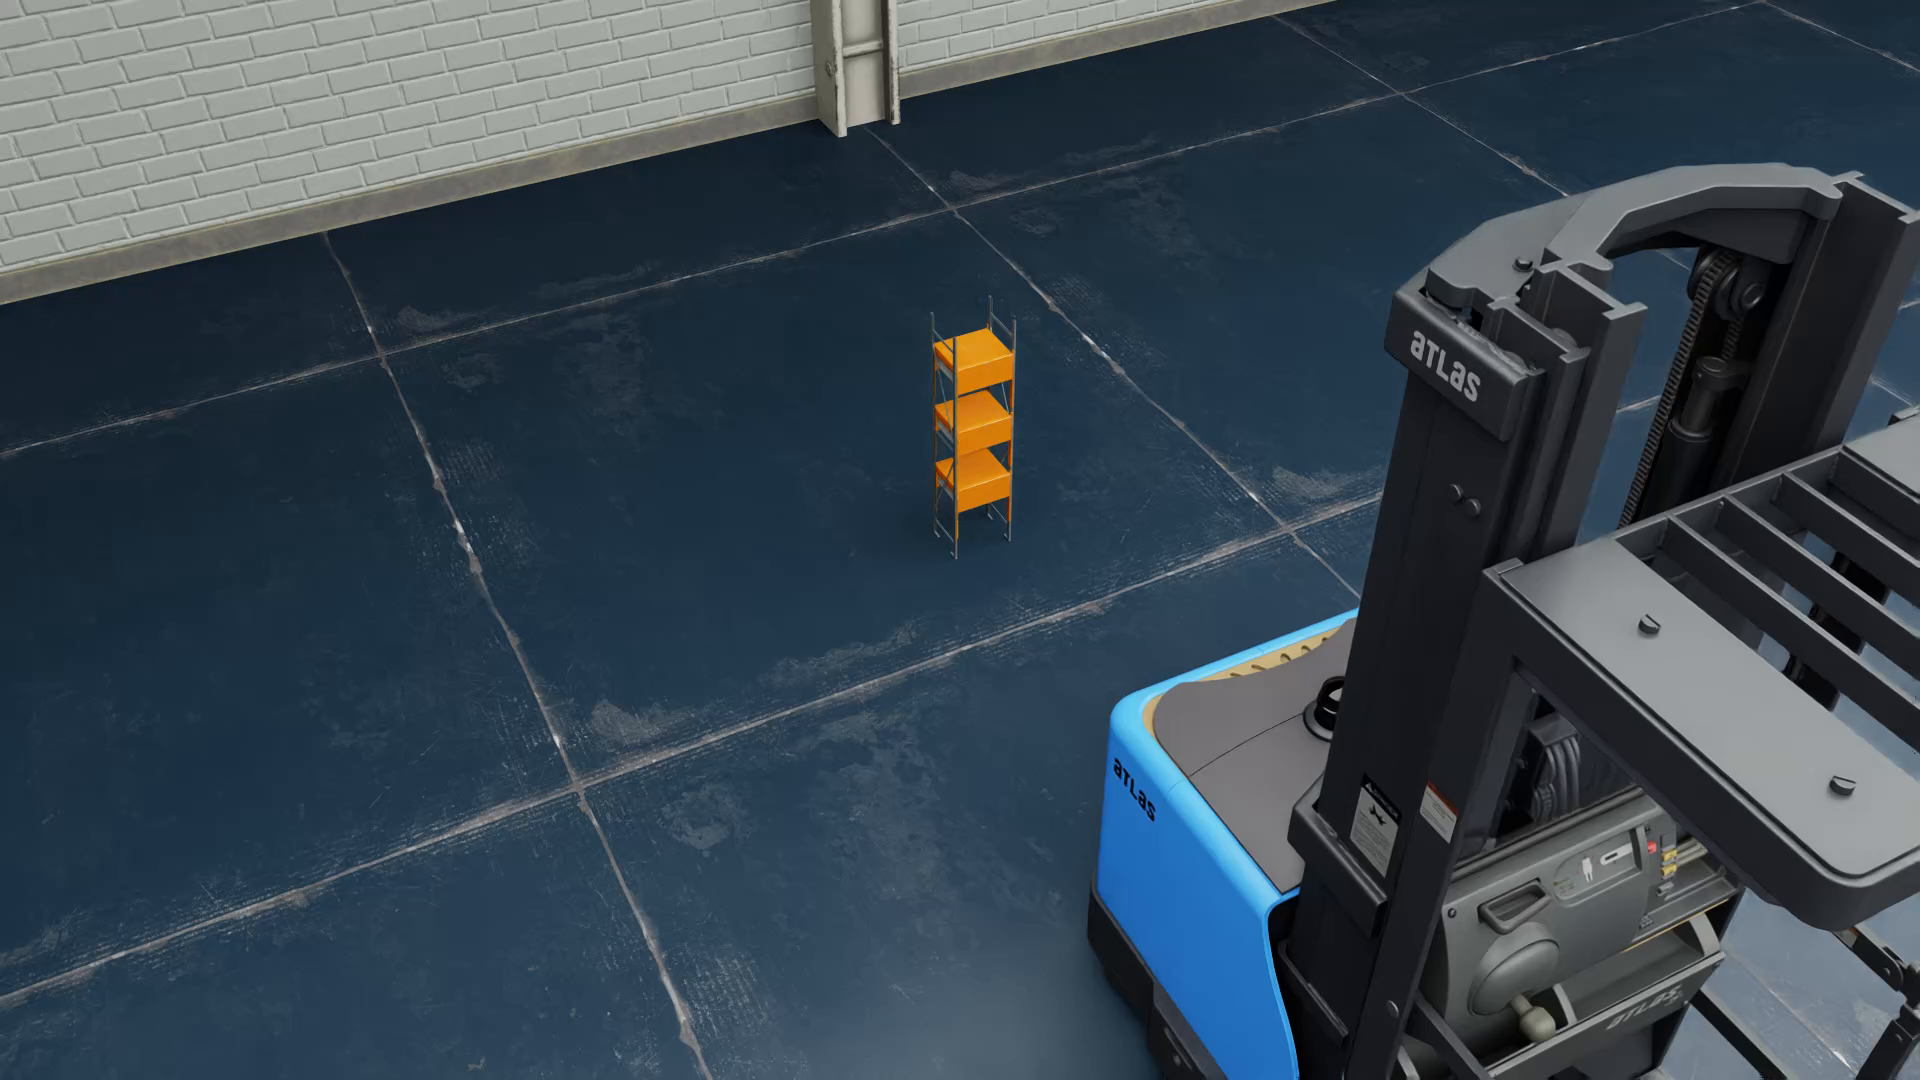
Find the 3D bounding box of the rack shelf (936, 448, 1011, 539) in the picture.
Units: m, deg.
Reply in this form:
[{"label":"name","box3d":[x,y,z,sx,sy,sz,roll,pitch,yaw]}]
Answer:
[{"label":"rack shelf","box3d":[0.047,-0.196,6.616,0.240,0.259,0.215,-19,44,-21]}]

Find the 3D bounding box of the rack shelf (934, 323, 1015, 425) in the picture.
[{"label":"rack shelf","box3d":[0.047,-0.625,6.253,0.240,0.259,0.215,-19,44,-21]}]

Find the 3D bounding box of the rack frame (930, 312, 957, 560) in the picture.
[{"label":"rack frame","box3d":[-0.061,-0.380,6.387,0.008,1.050,0.200,-19,44,-21]}]

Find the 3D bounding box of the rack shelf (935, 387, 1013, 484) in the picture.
[{"label":"rack shelf","box3d":[0.047,-0.409,6.437,0.240,0.259,0.215,-19,44,-21]}]

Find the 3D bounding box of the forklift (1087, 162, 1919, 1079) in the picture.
[{"label":"forklift","box3d":[1.511,0.853,3.474,1.130,2.935,3.031,-18,43,-20]}]

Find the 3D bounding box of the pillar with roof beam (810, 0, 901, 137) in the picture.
[{"label":"pillar with roof beam","box3d":[1.401,-3.404,3.806,0.400,9.000,9.100,-19,44,-21]}]

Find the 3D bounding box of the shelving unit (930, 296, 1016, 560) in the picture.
[{"label":"shelving unit","box3d":[0.047,-0.417,6.430,0.252,1.050,0.215,-19,44,-21]}]

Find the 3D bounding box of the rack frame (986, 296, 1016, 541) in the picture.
[{"label":"rack frame","box3d":[0.156,-0.453,6.473,0.008,1.050,0.200,-19,44,-21]}]
